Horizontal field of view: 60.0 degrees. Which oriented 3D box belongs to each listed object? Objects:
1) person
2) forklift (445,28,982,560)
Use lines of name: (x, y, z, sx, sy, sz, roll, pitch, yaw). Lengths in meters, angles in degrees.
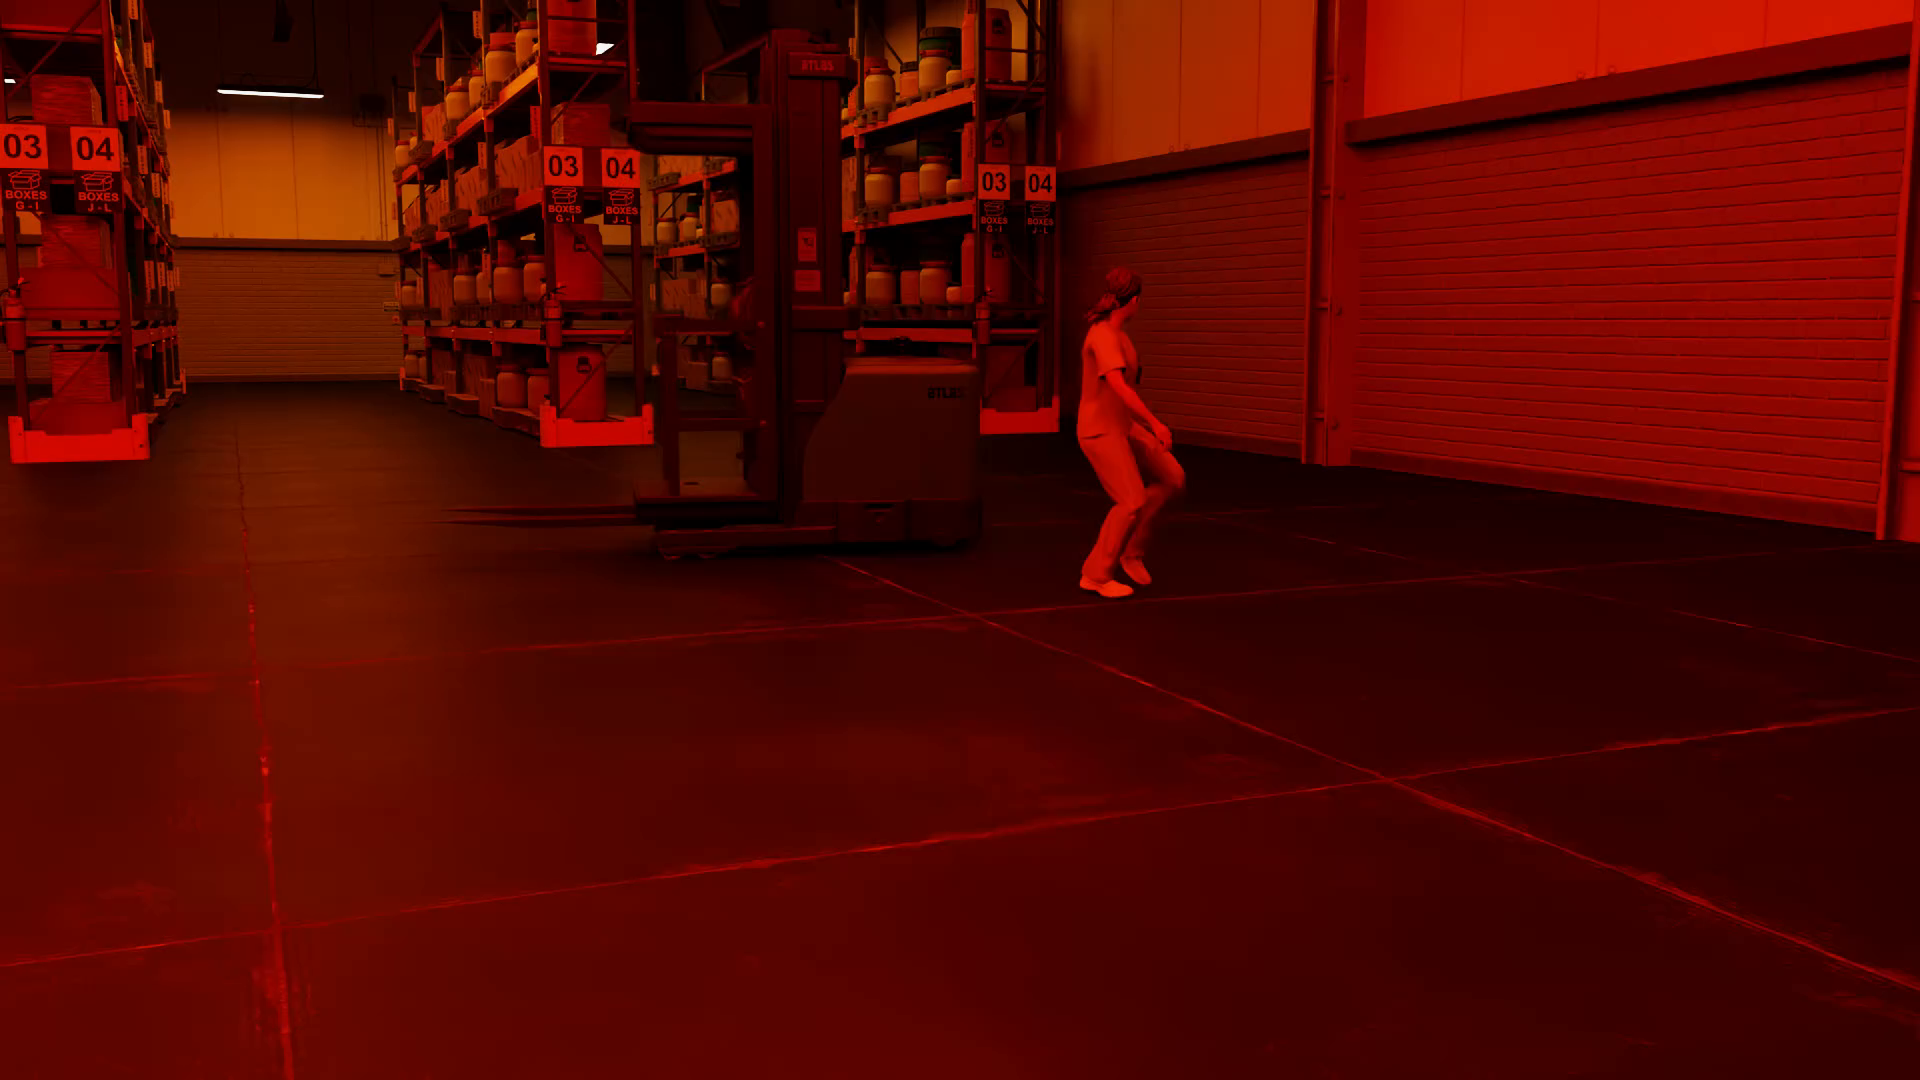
person: (0.794, -0.529, 8.129, 0.601, 1.587, 0.666, 3, 8, 24)
forklift: (-1.440, -1.417, 9.686, 3.031, 2.935, 1.130, -2, 8, -12)
